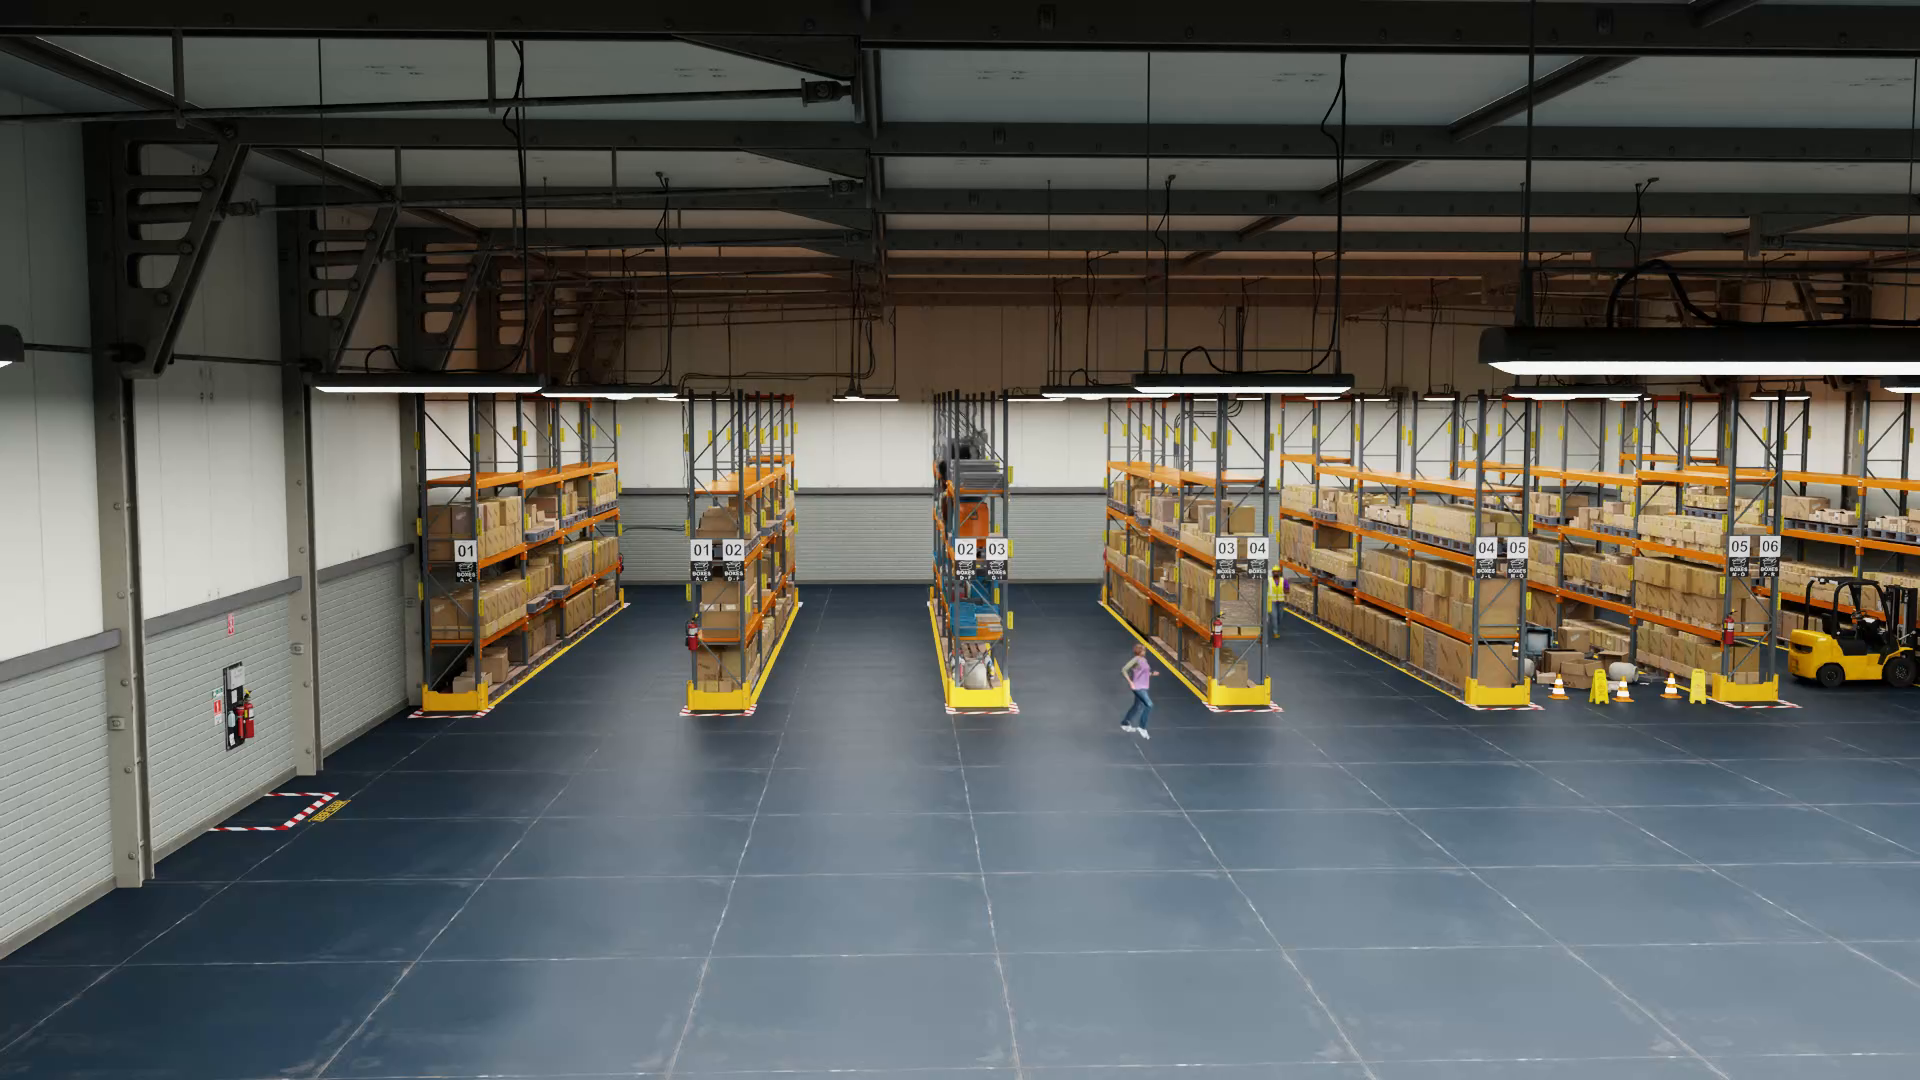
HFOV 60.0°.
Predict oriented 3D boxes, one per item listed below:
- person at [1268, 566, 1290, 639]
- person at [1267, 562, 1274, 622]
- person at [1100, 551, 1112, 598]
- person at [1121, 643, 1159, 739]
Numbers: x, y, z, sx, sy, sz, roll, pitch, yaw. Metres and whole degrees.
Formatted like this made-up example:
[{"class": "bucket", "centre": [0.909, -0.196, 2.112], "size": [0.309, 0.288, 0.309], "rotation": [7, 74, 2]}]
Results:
[{"class": "person", "centre": [7.745, 1.507, 40.780], "size": [0.710, 1.747, 0.968], "rotation": [0, 5, -5]}, {"class": "person", "centre": [8.109, 1.338, 43.881], "size": [0.571, 1.633, 0.535], "rotation": [0, 5, 3]}, {"class": "person", "centre": [4.433, 0.897, 48.915], "size": [0.658, 1.688, 0.645], "rotation": [1, 5, 12]}, {"class": "person", "centre": [3.088, 2.594, 28.601], "size": [0.703, 1.635, 0.503], "rotation": [2, 5, 24]}]
